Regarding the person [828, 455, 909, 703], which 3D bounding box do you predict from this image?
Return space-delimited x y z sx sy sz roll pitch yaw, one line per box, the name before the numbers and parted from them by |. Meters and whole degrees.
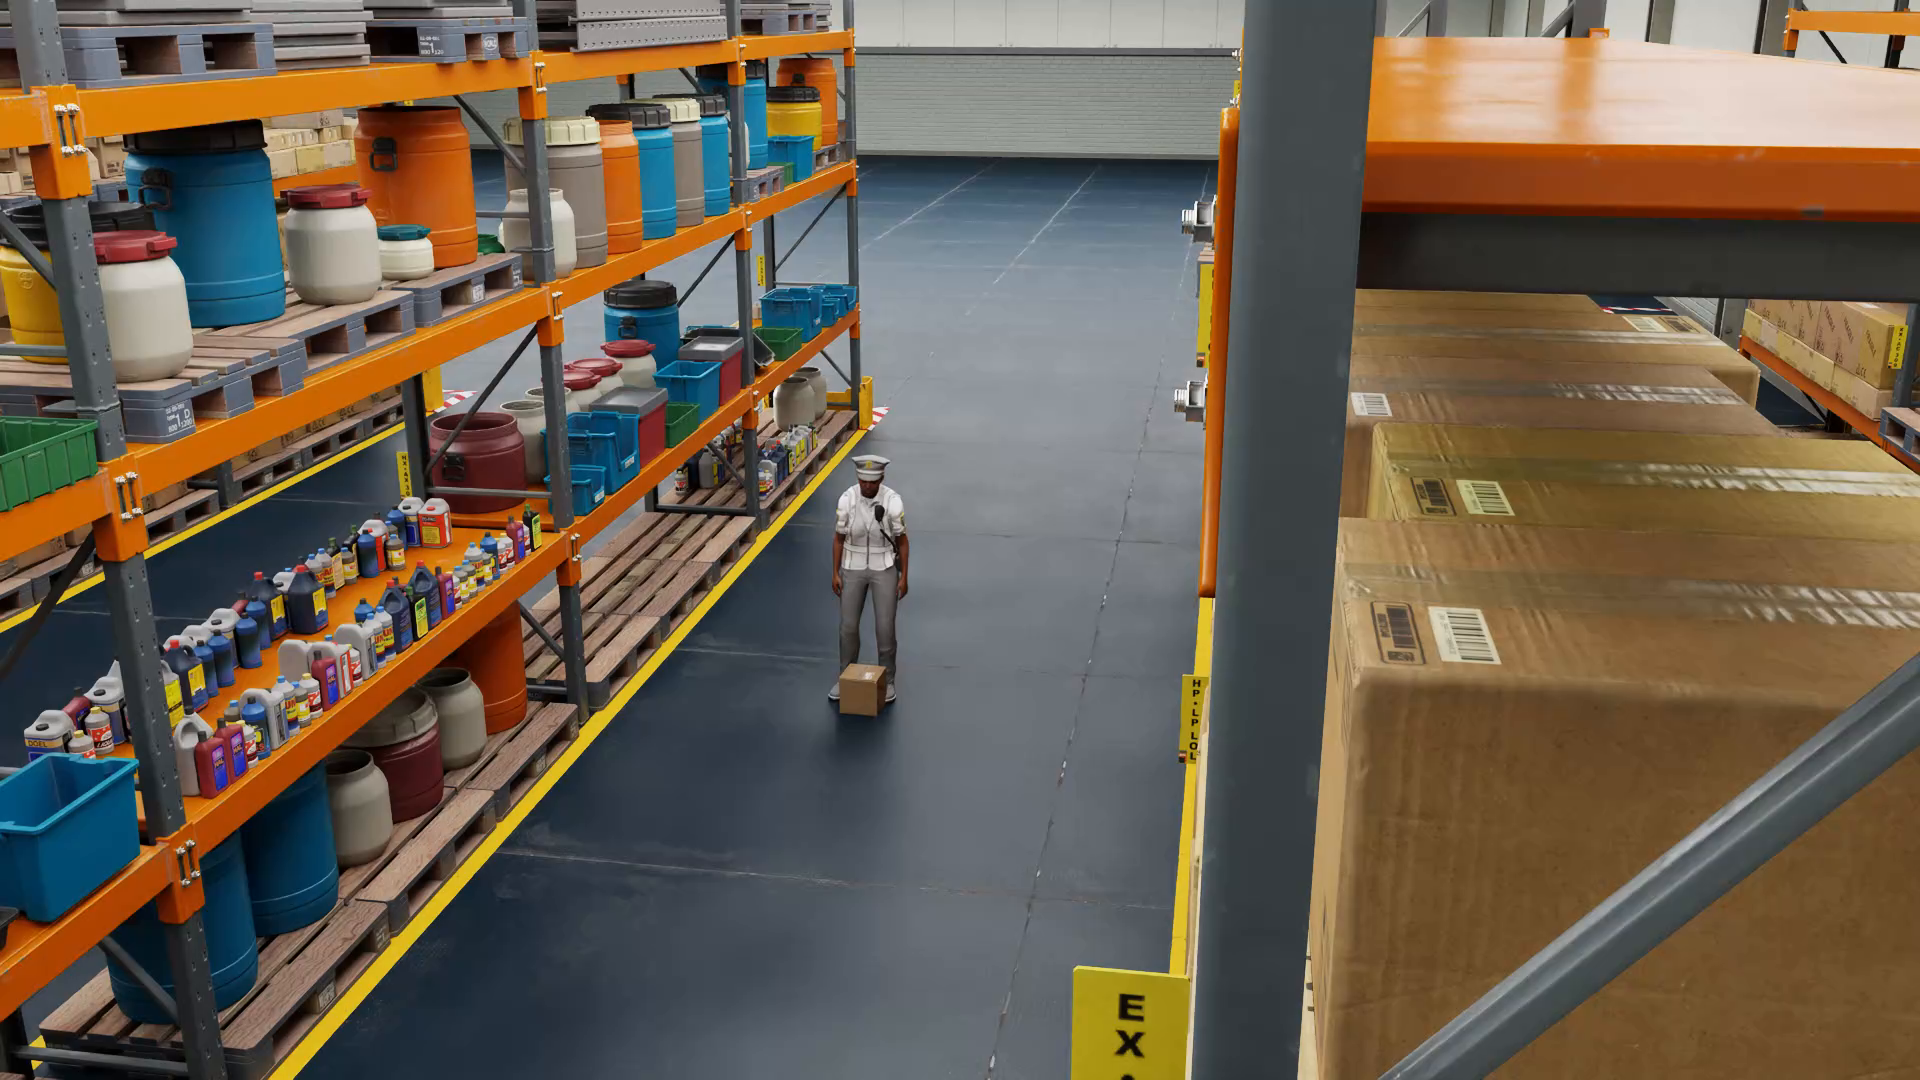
person | -0.597 0.232 10.835 0.532 1.664 0.392 2 18 6
